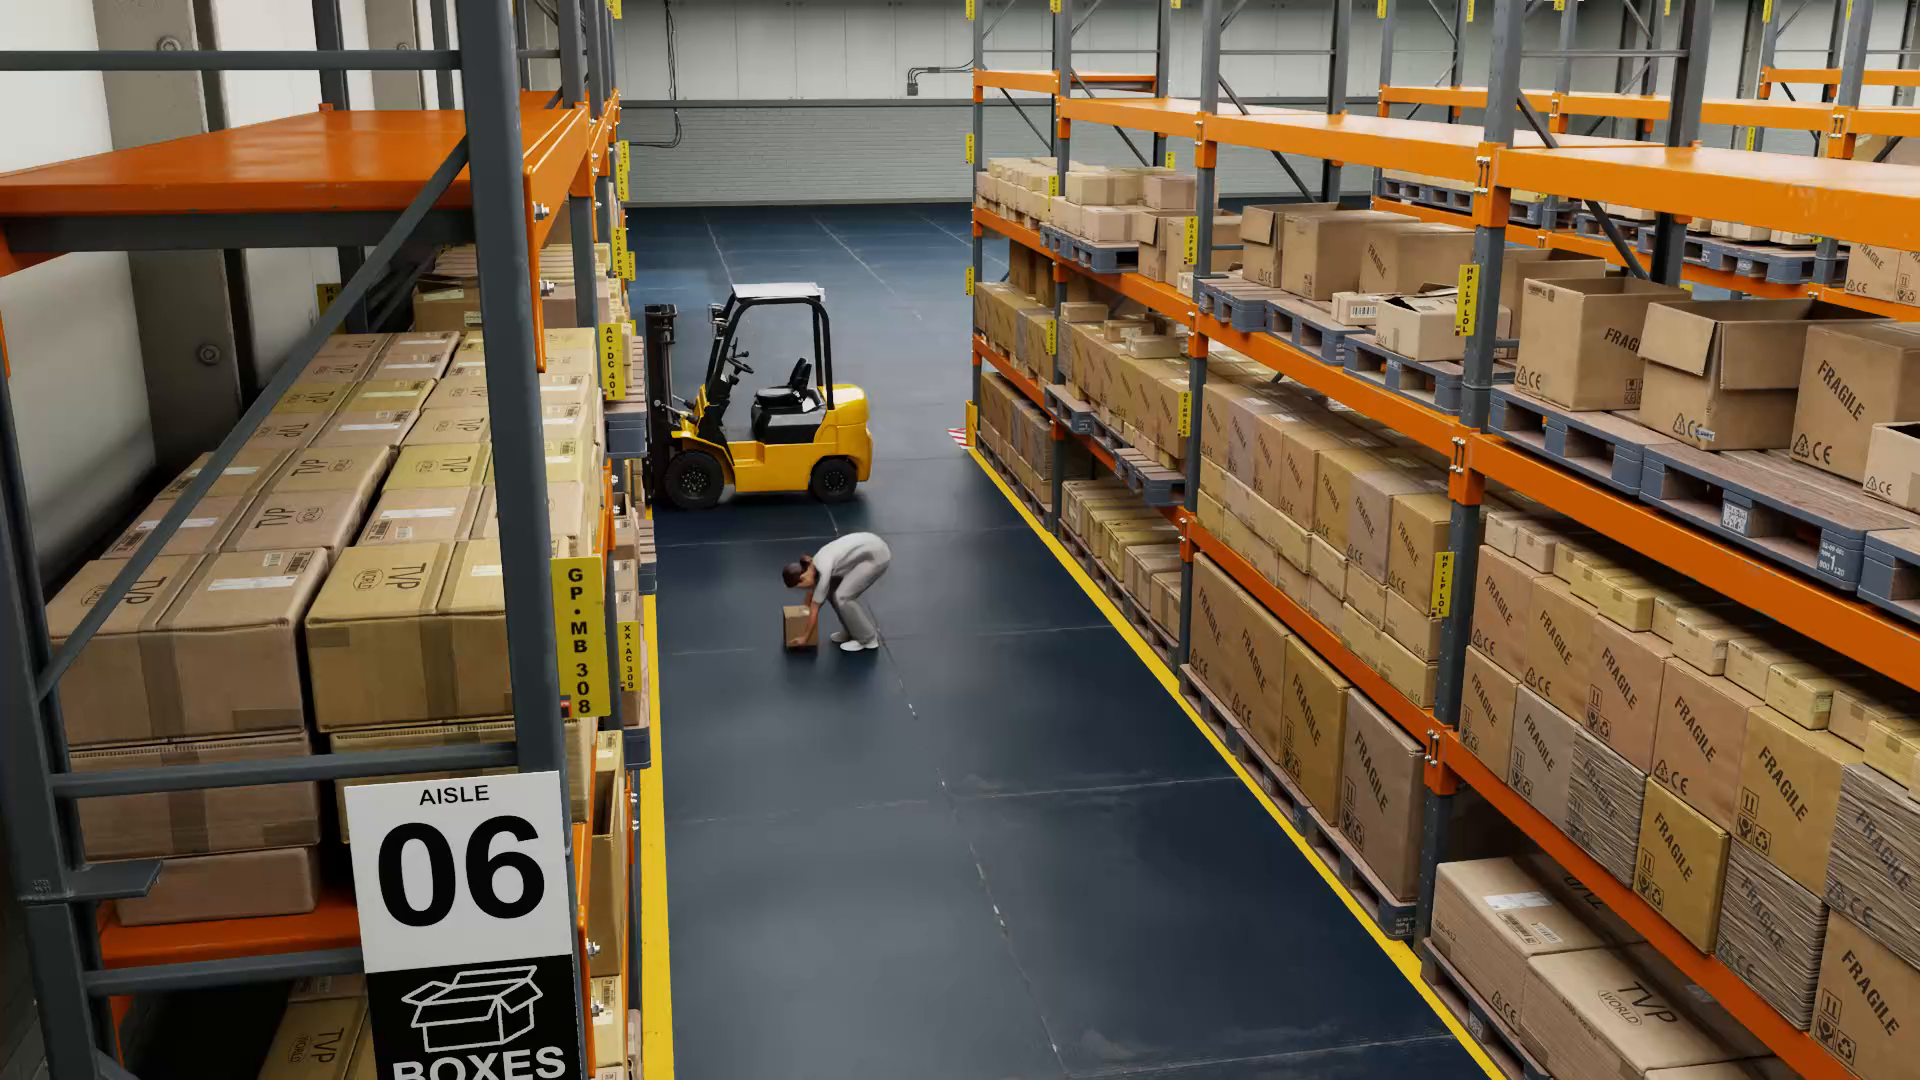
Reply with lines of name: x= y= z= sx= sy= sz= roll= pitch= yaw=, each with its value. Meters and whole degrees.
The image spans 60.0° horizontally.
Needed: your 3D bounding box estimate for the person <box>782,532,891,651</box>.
person: x=-0.963 y=0.409 z=13.031 sx=0.848 sy=0.893 sz=0.464 roll=-4 pitch=17 yaw=-13
